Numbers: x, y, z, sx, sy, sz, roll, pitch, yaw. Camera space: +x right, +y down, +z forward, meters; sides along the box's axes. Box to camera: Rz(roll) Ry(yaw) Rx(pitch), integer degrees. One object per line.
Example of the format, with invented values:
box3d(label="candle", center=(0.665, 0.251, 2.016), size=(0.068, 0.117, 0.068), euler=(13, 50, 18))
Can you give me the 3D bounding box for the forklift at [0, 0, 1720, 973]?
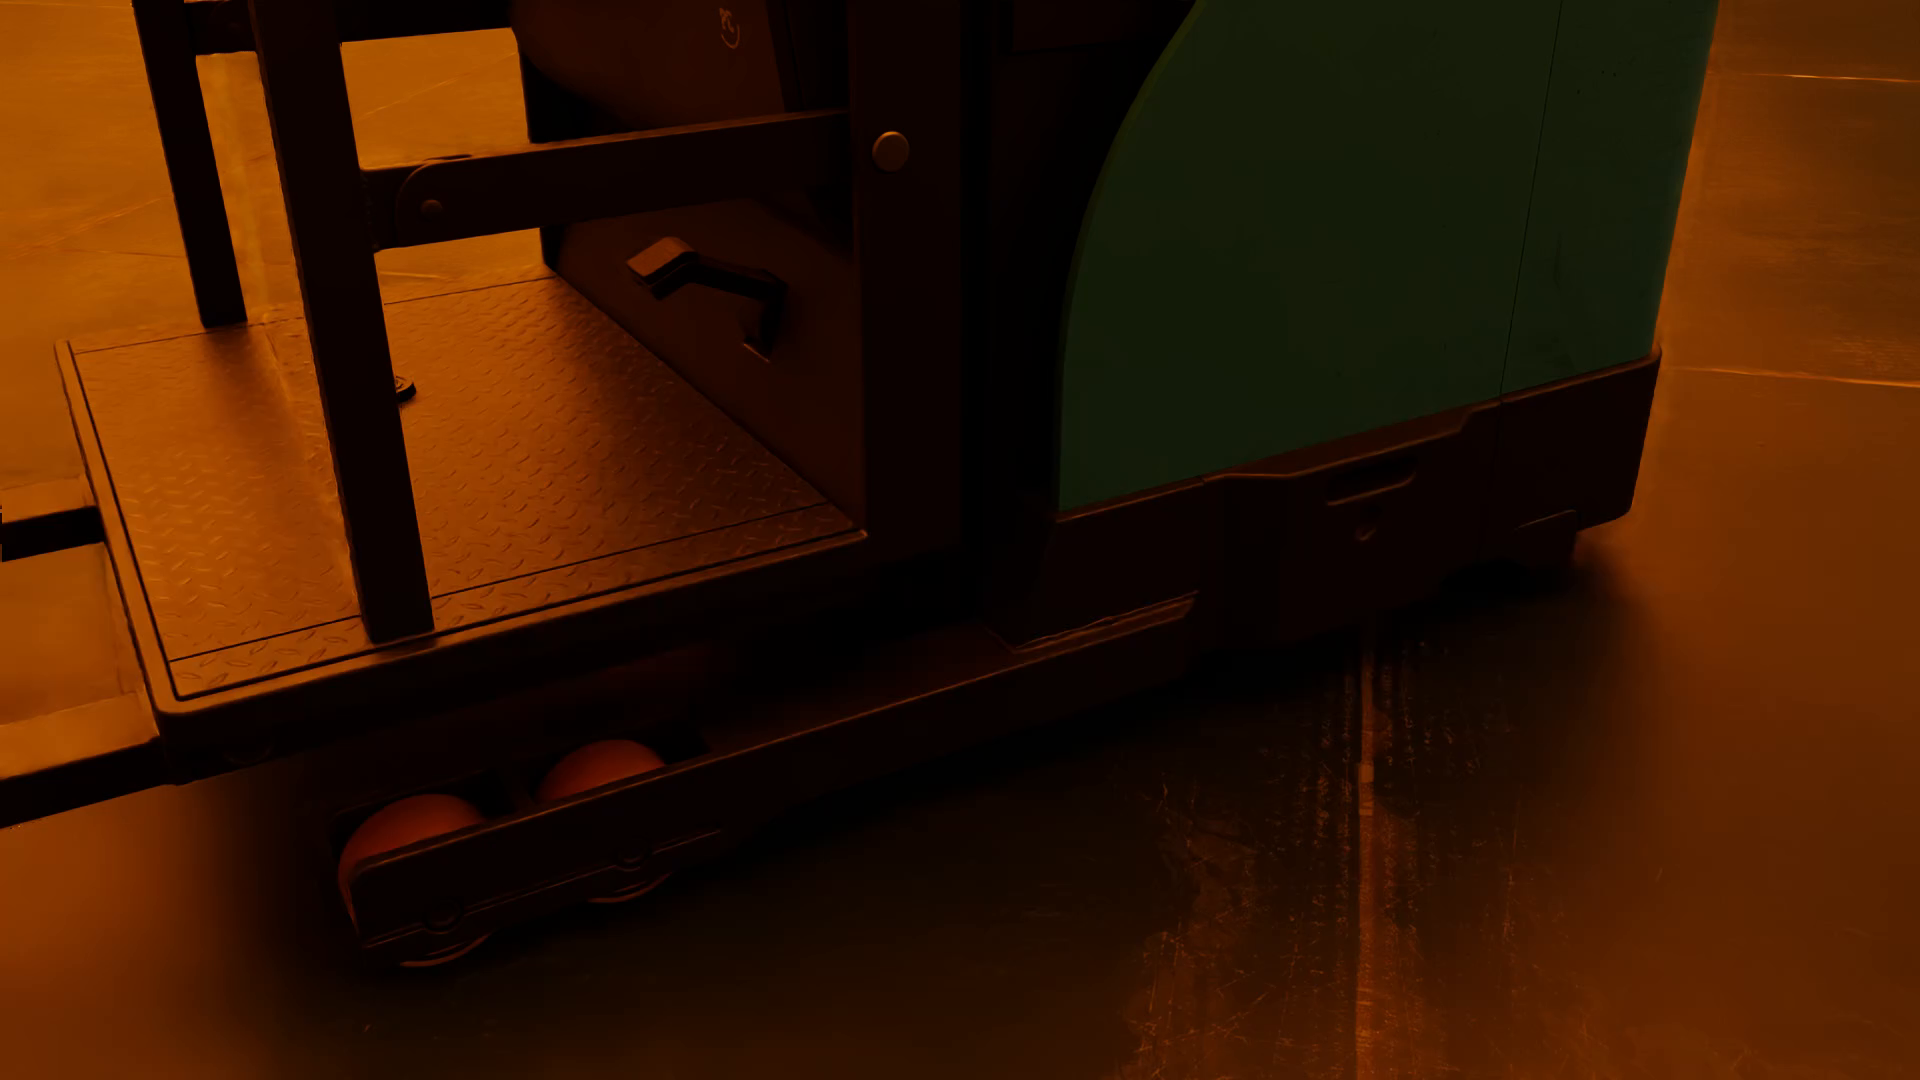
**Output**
box3d(label="forklift", center=(-0.539, -1.157, 1.539), size=(3.031, 2.935, 1.130), euler=(-15, 30, -27))
